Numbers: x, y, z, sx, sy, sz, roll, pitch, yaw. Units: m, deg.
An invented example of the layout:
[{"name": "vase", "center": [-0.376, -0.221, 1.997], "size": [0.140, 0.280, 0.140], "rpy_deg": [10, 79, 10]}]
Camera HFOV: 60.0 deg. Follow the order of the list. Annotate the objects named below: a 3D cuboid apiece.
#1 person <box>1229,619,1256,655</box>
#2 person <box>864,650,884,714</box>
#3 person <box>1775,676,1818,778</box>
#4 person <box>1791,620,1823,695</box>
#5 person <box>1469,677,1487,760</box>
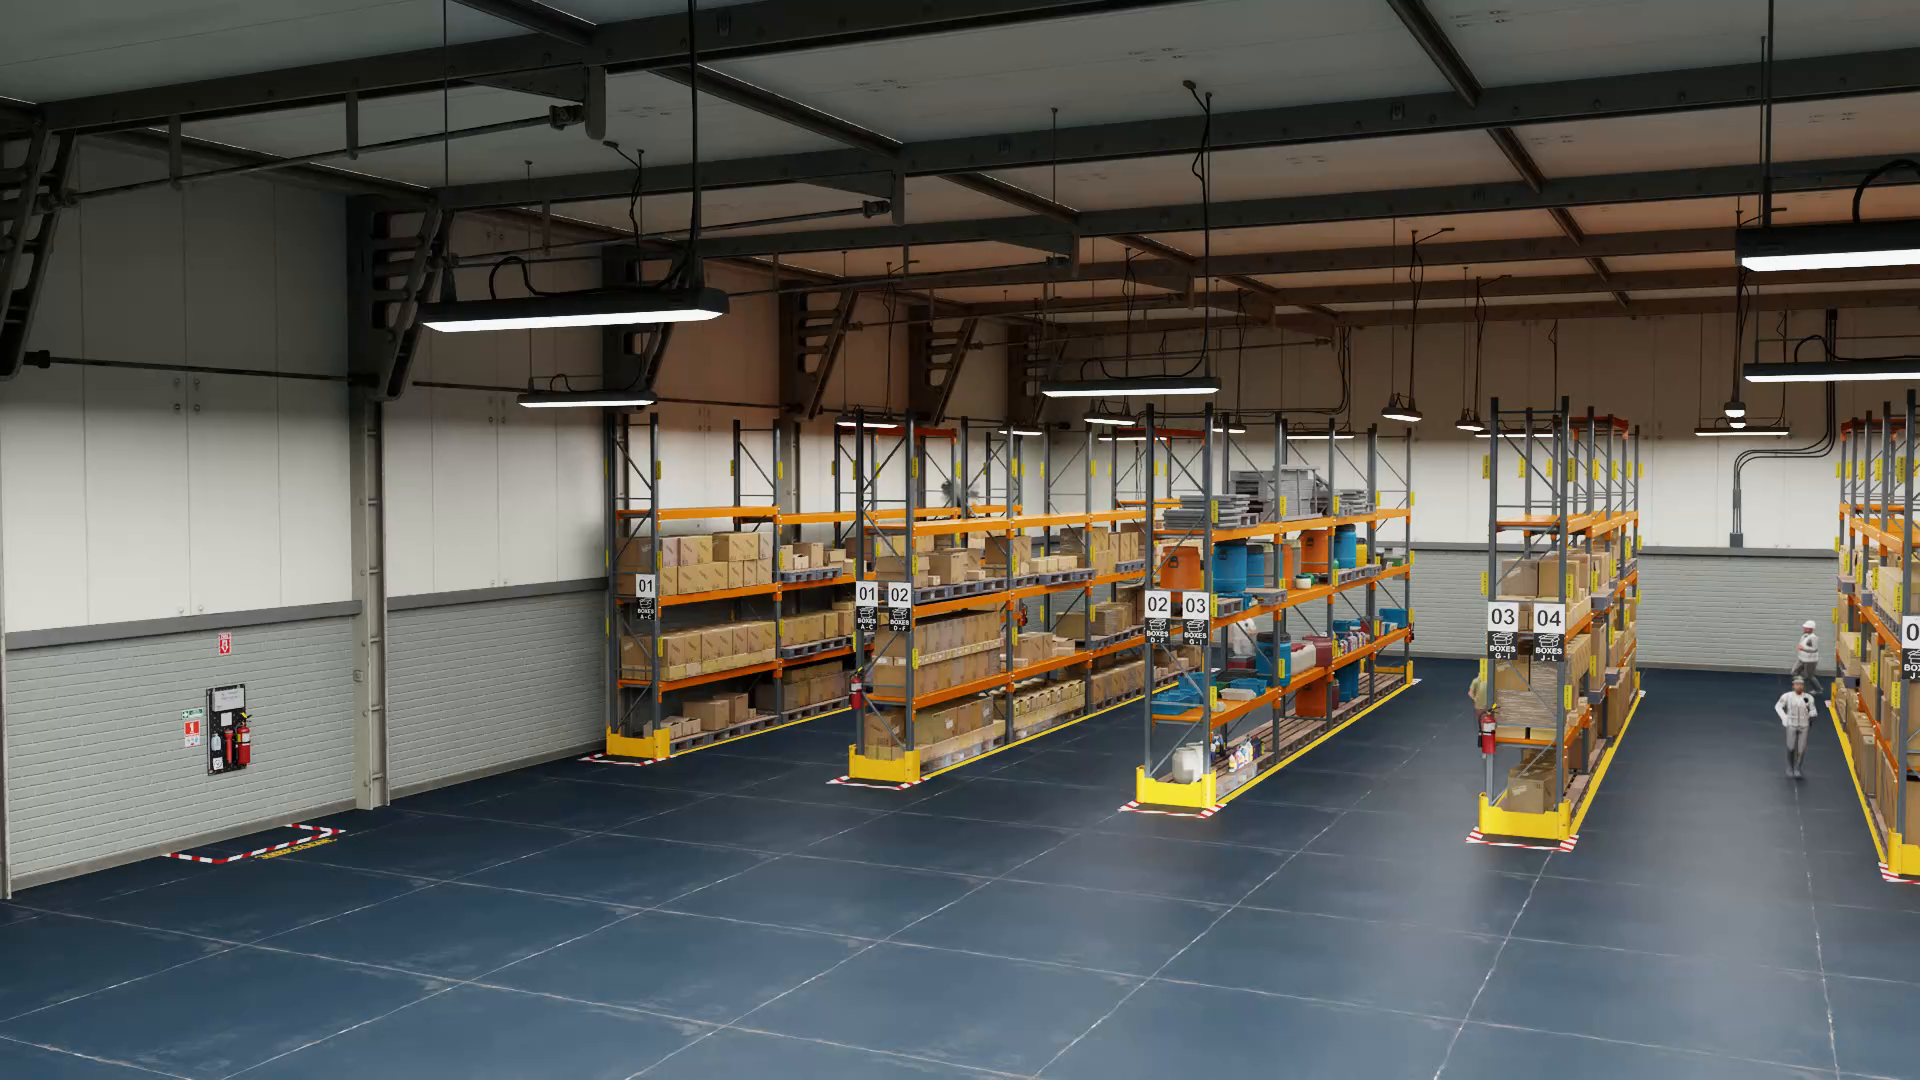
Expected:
[{"name": "person", "center": [6.654, 2.467, 39.201], "size": [0.679, 1.818, 0.951], "rpy_deg": [1, 3, 17]}, {"name": "person", "center": [-1.570, 2.866, 30.755], "size": [0.598, 1.658, 0.935], "rpy_deg": [1, 3, 17]}, {"name": "person", "center": [13.540, 3.036, 26.886], "size": [0.599, 1.665, 0.580], "rpy_deg": [1, 3, 19]}, {"name": "person", "center": [18.667, 2.640, 36.529], "size": [0.709, 1.782, 0.713], "rpy_deg": [0, 2, 1]}, {"name": "person", "center": [9.182, 2.957, 29.036], "size": [0.581, 1.658, 0.868], "rpy_deg": [1, 3, 17]}]
